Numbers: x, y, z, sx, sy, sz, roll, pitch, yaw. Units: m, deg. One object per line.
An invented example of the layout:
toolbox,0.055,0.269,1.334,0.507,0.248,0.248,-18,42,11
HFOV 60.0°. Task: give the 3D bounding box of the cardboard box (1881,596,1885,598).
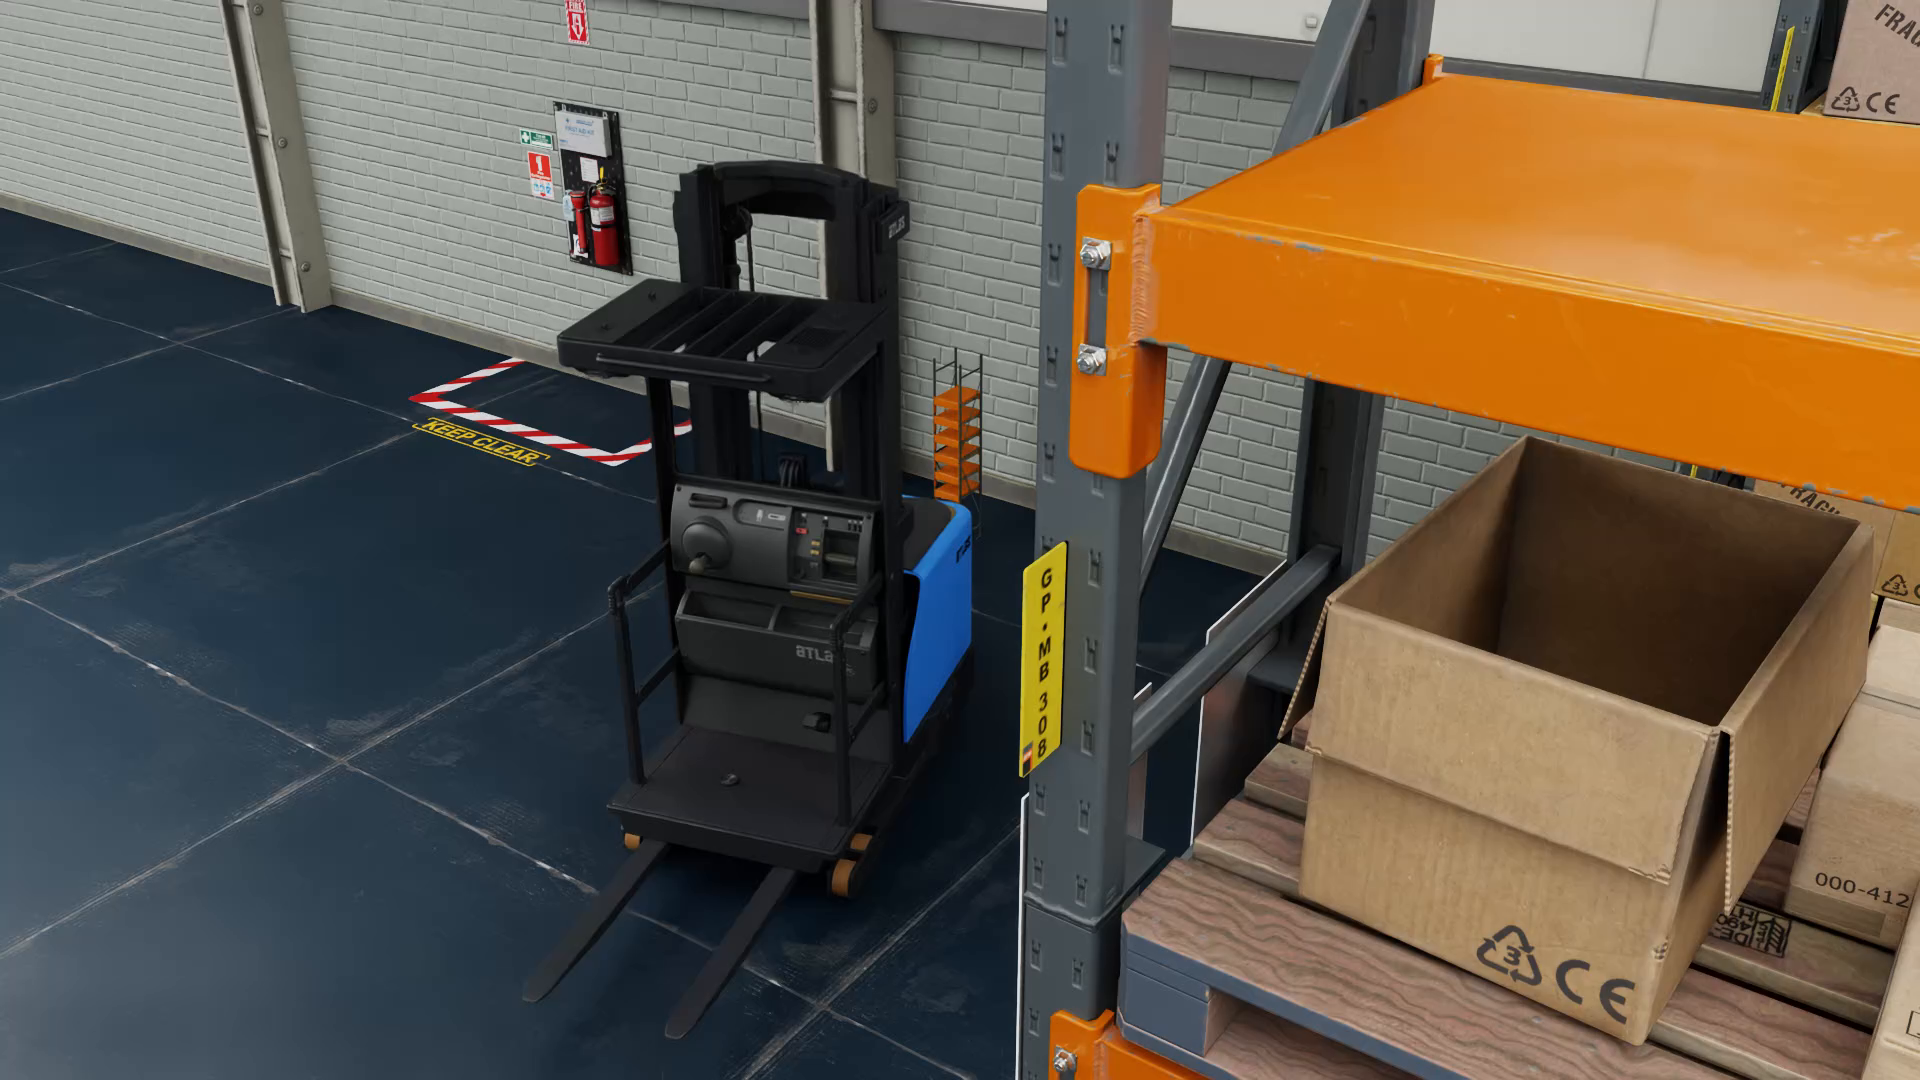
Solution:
cardboard box,4.162,0.103,6.883,0.500,0.250,0.500,18,32,32

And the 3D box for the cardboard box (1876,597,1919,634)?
cardboard box,3.891,0.298,6.500,0.500,0.250,0.500,16,31,29

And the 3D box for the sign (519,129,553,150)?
sign,-3.060,-2.893,12.004,0.331,0.109,0.001,17,32,30

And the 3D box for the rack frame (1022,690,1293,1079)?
rack frame,0.431,1.721,3.561,0.127,3.000,1.000,17,32,30

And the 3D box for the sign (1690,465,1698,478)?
sign,2.926,-0.315,6.607,0.005,0.325,0.100,17,32,30

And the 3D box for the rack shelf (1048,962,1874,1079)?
rack shelf,2.080,1.219,2.034,4.000,0.370,1.077,17,32,30

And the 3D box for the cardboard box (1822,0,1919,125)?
cardboard box,3.413,-1.778,5.895,0.500,0.500,0.500,15,31,27

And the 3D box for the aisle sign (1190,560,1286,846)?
aisle sign,0.543,0.436,3.220,0.004,0.787,0.394,17,32,30

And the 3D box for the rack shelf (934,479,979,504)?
rack shelf,-0.012,-0.285,10.114,0.180,0.103,0.258,17,32,30

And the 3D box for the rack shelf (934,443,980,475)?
rack shelf,-0.012,-0.499,10.005,0.180,0.103,0.258,17,32,30

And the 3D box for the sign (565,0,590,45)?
sign,-2.612,-3.537,11.338,0.199,0.298,0.001,17,32,30

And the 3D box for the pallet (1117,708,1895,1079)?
pallet,1.000,0.615,2.525,1.213,0.211,1.003,17,32,30

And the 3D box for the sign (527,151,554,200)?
sign,-3.059,-2.661,12.133,0.234,0.329,0.001,17,32,30

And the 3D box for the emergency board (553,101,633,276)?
emergency board,-2.661,-2.465,11.786,0.643,1.169,0.194,17,32,30

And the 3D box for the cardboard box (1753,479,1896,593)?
cardboard box,3.456,-0.173,6.599,0.500,0.500,0.500,17,32,30

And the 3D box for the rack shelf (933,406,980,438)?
rack shelf,-0.012,-0.713,9.896,0.180,0.103,0.258,17,32,30

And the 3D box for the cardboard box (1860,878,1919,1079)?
cardboard box,1.301,0.615,2.087,0.250,0.149,0.380,17,32,30

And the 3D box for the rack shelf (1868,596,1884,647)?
rack shelf,4.881,0.702,6.356,4.000,0.370,1.077,17,32,30

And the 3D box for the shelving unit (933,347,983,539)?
shelving unit,-0.012,-0.538,9.985,0.189,1.200,0.258,17,32,30

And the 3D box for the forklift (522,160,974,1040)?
forklift,-0.875,0.036,6.947,1.130,2.935,3.031,9,28,16

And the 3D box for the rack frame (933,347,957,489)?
rack frame,-0.087,-0.562,10.031,0.006,1.200,0.240,17,32,30

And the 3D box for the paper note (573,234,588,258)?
paper note,-2.768,-2.144,12.126,0.142,0.148,0.016,17,32,30

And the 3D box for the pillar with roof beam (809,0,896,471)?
pillar with roof beam,-3.083,-2.880,5.988,0.400,9.000,9.100,17,32,30

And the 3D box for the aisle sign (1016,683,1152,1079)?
aisle sign,0.204,0.660,2.779,0.004,0.787,0.394,17,32,30

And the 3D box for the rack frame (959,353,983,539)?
rack frame,0.063,-0.515,9.939,0.006,1.200,0.240,17,32,30

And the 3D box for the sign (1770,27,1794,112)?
sign,2.926,-1.655,5.924,0.005,0.325,0.100,17,32,30

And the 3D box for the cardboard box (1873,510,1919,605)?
cardboard box,3.858,-0.042,6.343,0.500,0.500,0.500,17,32,30

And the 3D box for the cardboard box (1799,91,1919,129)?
cardboard box,3.367,-1.343,6.142,0.500,0.500,0.500,18,32,32

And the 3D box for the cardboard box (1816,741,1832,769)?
cardboard box,3.752,1.082,7.296,0.500,0.311,0.500,14,30,25

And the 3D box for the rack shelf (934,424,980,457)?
rack shelf,-0.012,-0.606,9.951,0.180,0.103,0.258,17,32,30

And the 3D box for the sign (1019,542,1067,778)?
sign,0.112,0.165,2.259,0.005,0.325,0.100,17,32,30

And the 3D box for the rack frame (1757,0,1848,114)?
rack frame,3.233,-2.805,5.841,0.127,3.000,1.000,17,32,30

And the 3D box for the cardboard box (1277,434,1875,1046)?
cardboard box,0.903,0.238,2.437,0.637,0.503,0.797,20,33,34

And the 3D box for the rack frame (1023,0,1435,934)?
rack frame,0.431,-0.952,2.200,0.127,3.000,1.000,17,32,30

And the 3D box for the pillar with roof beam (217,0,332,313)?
pillar with roof beam,-8.029,-4.421,9.016,0.400,9.000,9.100,17,32,30

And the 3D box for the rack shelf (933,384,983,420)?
rack shelf,-0.012,-0.820,9.842,0.180,0.103,0.258,17,32,30

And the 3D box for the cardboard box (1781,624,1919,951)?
cardboard box,1.530,0.399,2.400,0.500,0.250,0.500,17,32,30

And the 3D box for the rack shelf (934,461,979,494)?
rack shelf,-0.012,-0.392,10.060,0.180,0.103,0.258,17,32,30

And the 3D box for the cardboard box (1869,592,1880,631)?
cardboard box,3.455,0.170,6.752,0.500,0.250,0.500,16,31,29

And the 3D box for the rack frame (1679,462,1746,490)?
rack frame,3.233,-0.132,7.202,0.127,3.000,1.000,17,32,30

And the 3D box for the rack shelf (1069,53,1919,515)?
rack shelf,2.080,0.060,1.445,4.000,0.370,1.077,17,32,30
